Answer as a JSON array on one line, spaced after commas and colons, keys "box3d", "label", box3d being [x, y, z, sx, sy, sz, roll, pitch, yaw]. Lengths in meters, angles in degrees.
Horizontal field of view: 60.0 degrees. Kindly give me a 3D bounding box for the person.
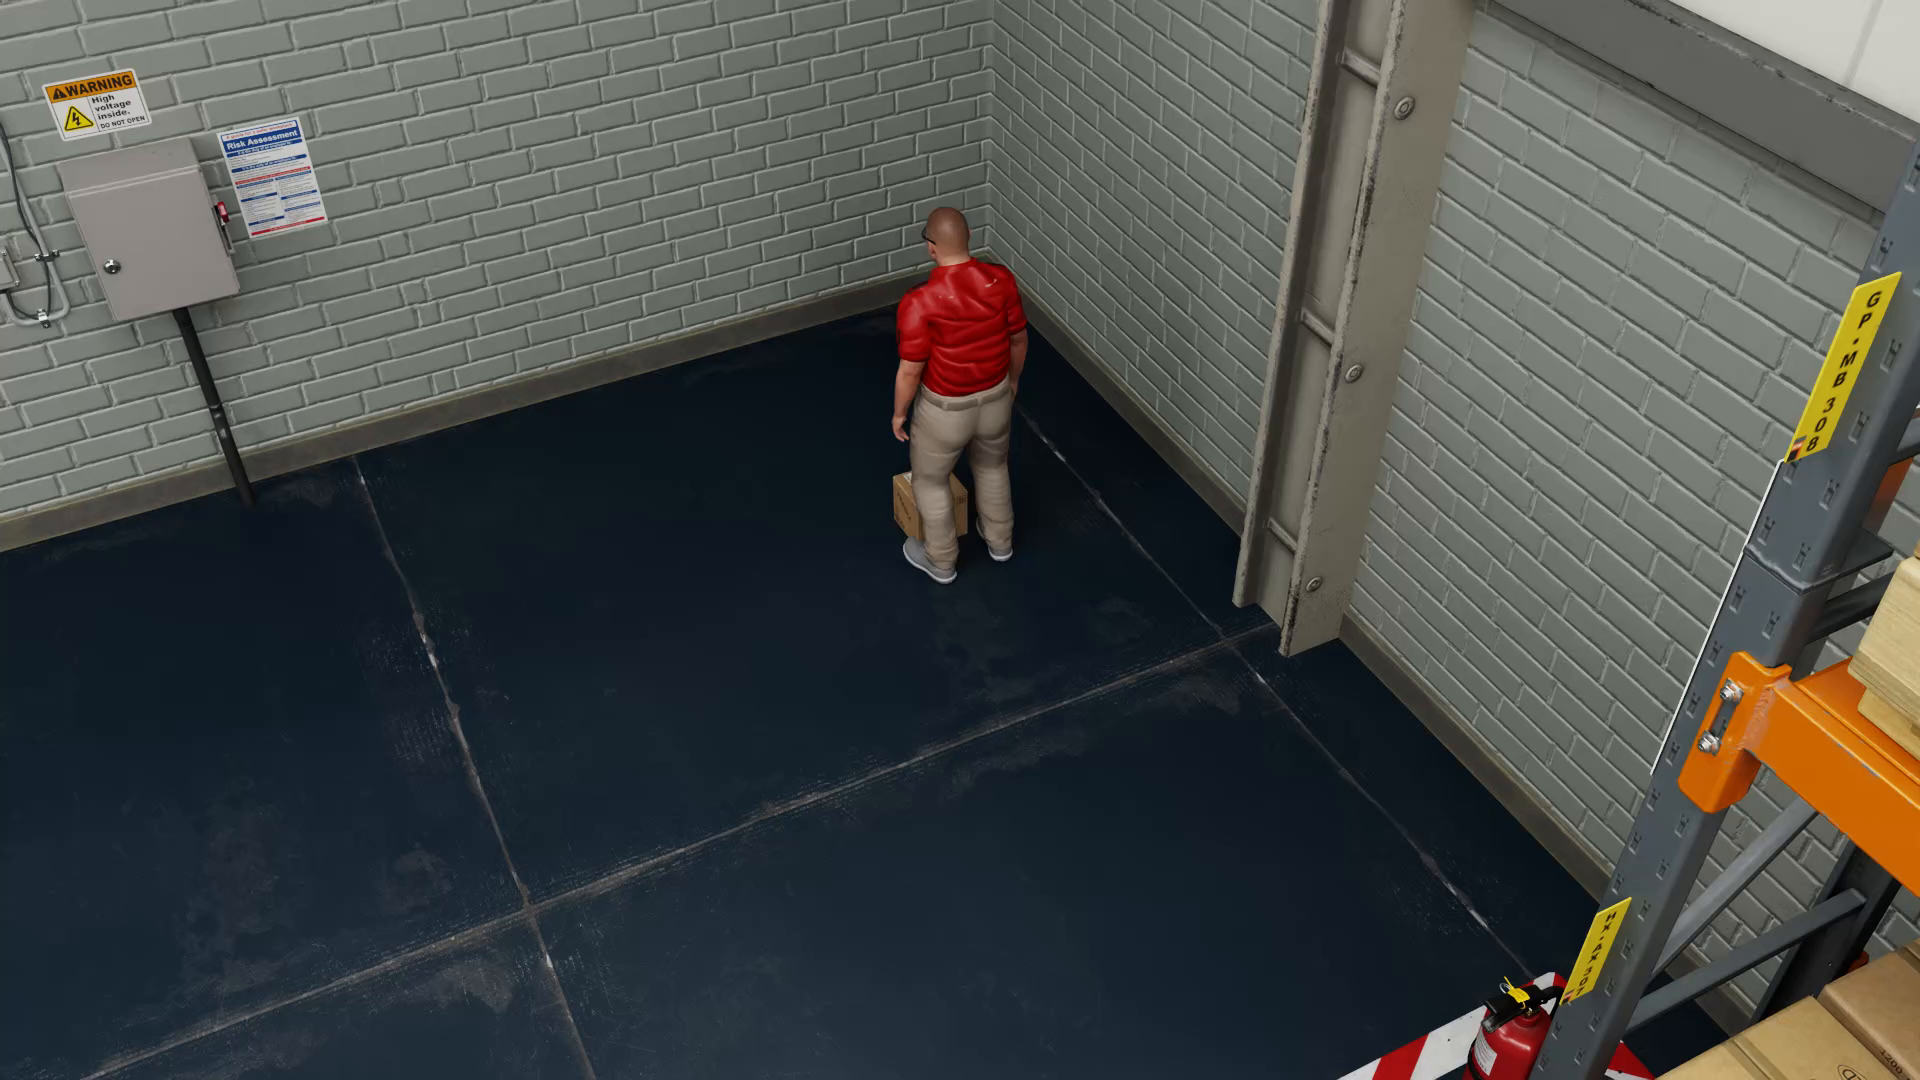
[{"box3d": [-0.007, -0.572, 6.826, 0.587, 1.727, 0.394, -19, 44, -20], "label": "person"}]
